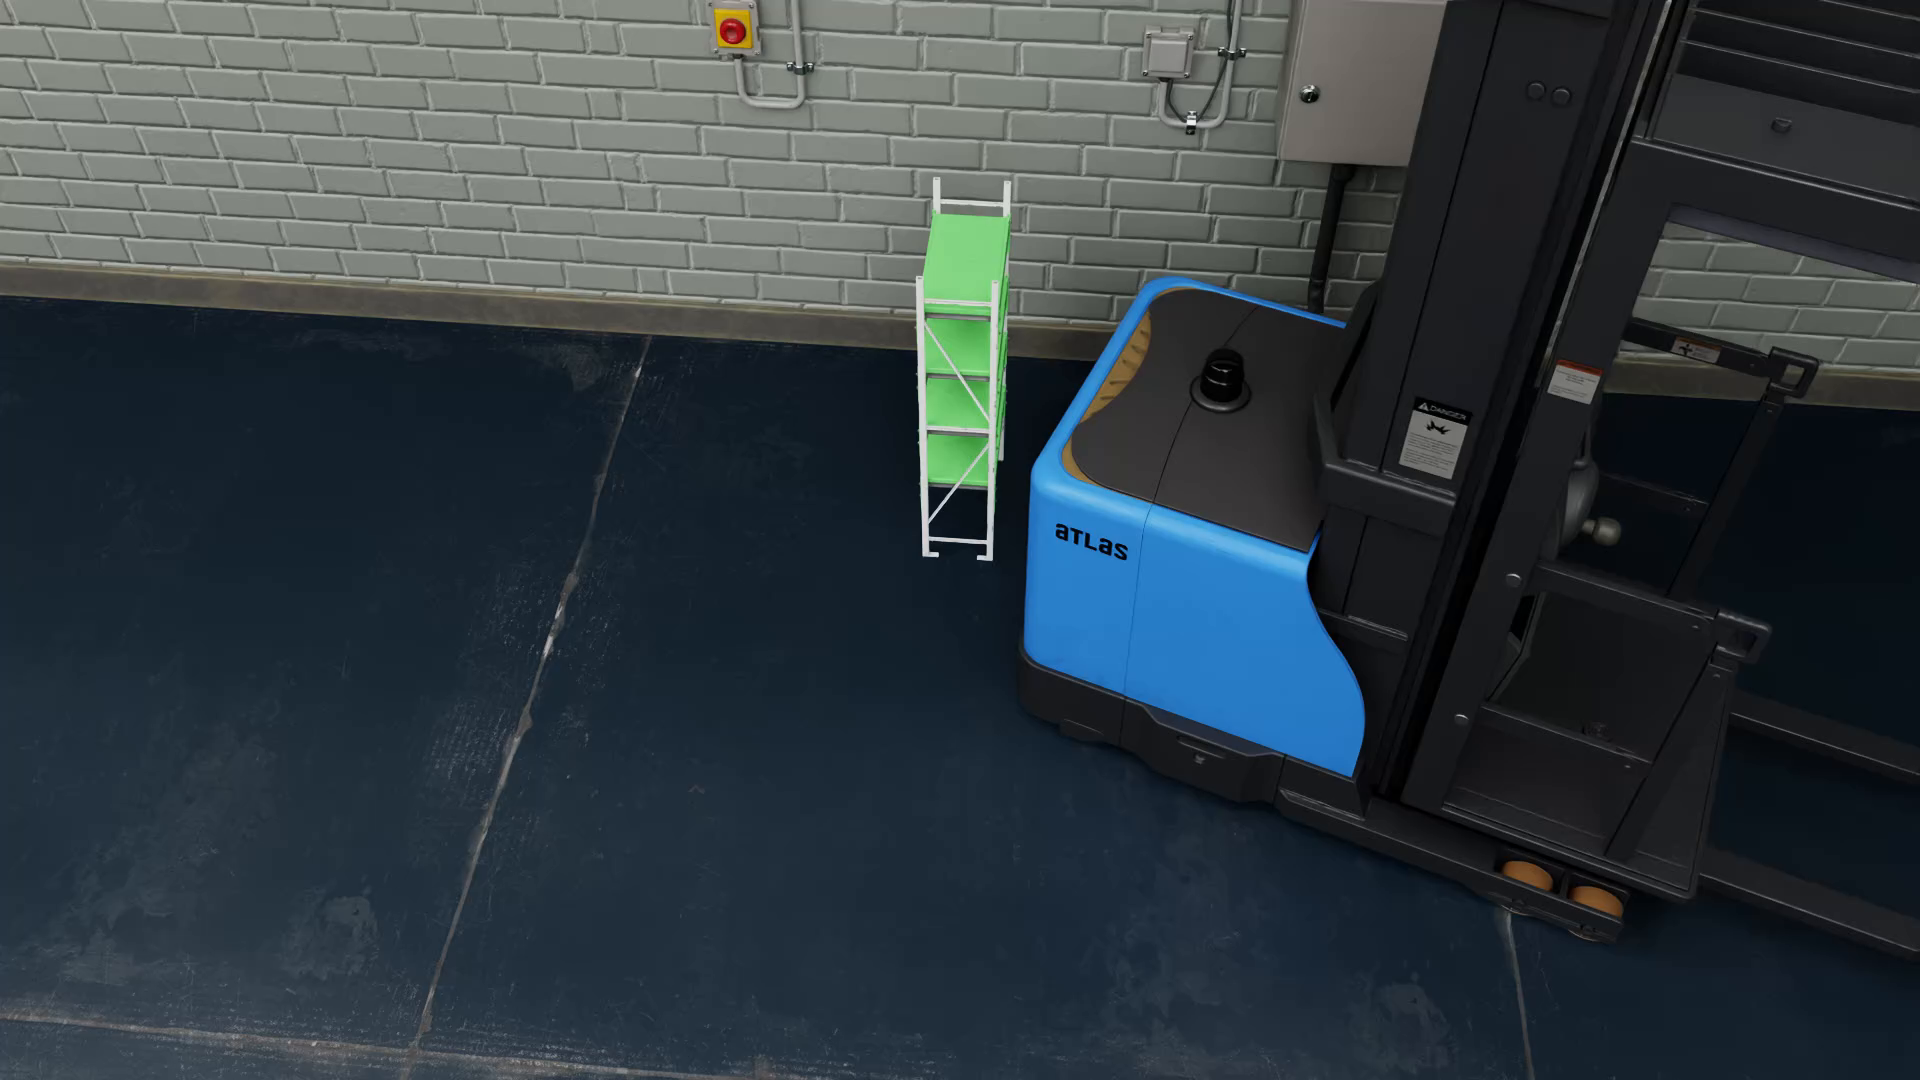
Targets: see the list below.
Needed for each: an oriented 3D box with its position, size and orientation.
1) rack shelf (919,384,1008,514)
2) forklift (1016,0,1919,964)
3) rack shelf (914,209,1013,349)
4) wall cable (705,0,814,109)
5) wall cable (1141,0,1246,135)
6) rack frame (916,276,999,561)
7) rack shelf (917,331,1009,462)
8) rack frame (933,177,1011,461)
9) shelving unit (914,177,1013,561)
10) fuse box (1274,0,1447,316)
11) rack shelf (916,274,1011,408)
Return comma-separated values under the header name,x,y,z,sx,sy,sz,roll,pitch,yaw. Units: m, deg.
name,x,y,z,sx,sy,sz,roll,pitch,yaw
rack shelf,0.015,-0.322,5.643,0.258,0.148,0.480,4,48,4
forklift,1.737,-0.306,4.044,3.031,2.935,1.130,19,50,17
rack shelf,0.015,-0.807,5.111,0.258,0.148,0.480,4,48,4
wall cable,-0.784,-2.114,4.941,0.585,1.953,0.123,4,48,4
wall cable,0.629,-2.017,4.873,0.588,1.984,0.122,4,48,4
rack frame,-0.007,-0.347,5.255,0.240,1.200,0.015,4,48,4
rack shelf,0.015,-0.483,5.466,0.258,0.148,0.480,4,48,4
rack frame,0.037,-0.706,5.583,0.240,1.200,0.015,4,48,4
shelving unit,0.015,-0.527,5.419,0.258,1.200,0.503,4,48,4
fuse box,1.294,-1.078,5.576,0.539,1.711,0.414,4,48,4
rack shelf,0.015,-0.645,5.289,0.258,0.148,0.480,4,48,4
